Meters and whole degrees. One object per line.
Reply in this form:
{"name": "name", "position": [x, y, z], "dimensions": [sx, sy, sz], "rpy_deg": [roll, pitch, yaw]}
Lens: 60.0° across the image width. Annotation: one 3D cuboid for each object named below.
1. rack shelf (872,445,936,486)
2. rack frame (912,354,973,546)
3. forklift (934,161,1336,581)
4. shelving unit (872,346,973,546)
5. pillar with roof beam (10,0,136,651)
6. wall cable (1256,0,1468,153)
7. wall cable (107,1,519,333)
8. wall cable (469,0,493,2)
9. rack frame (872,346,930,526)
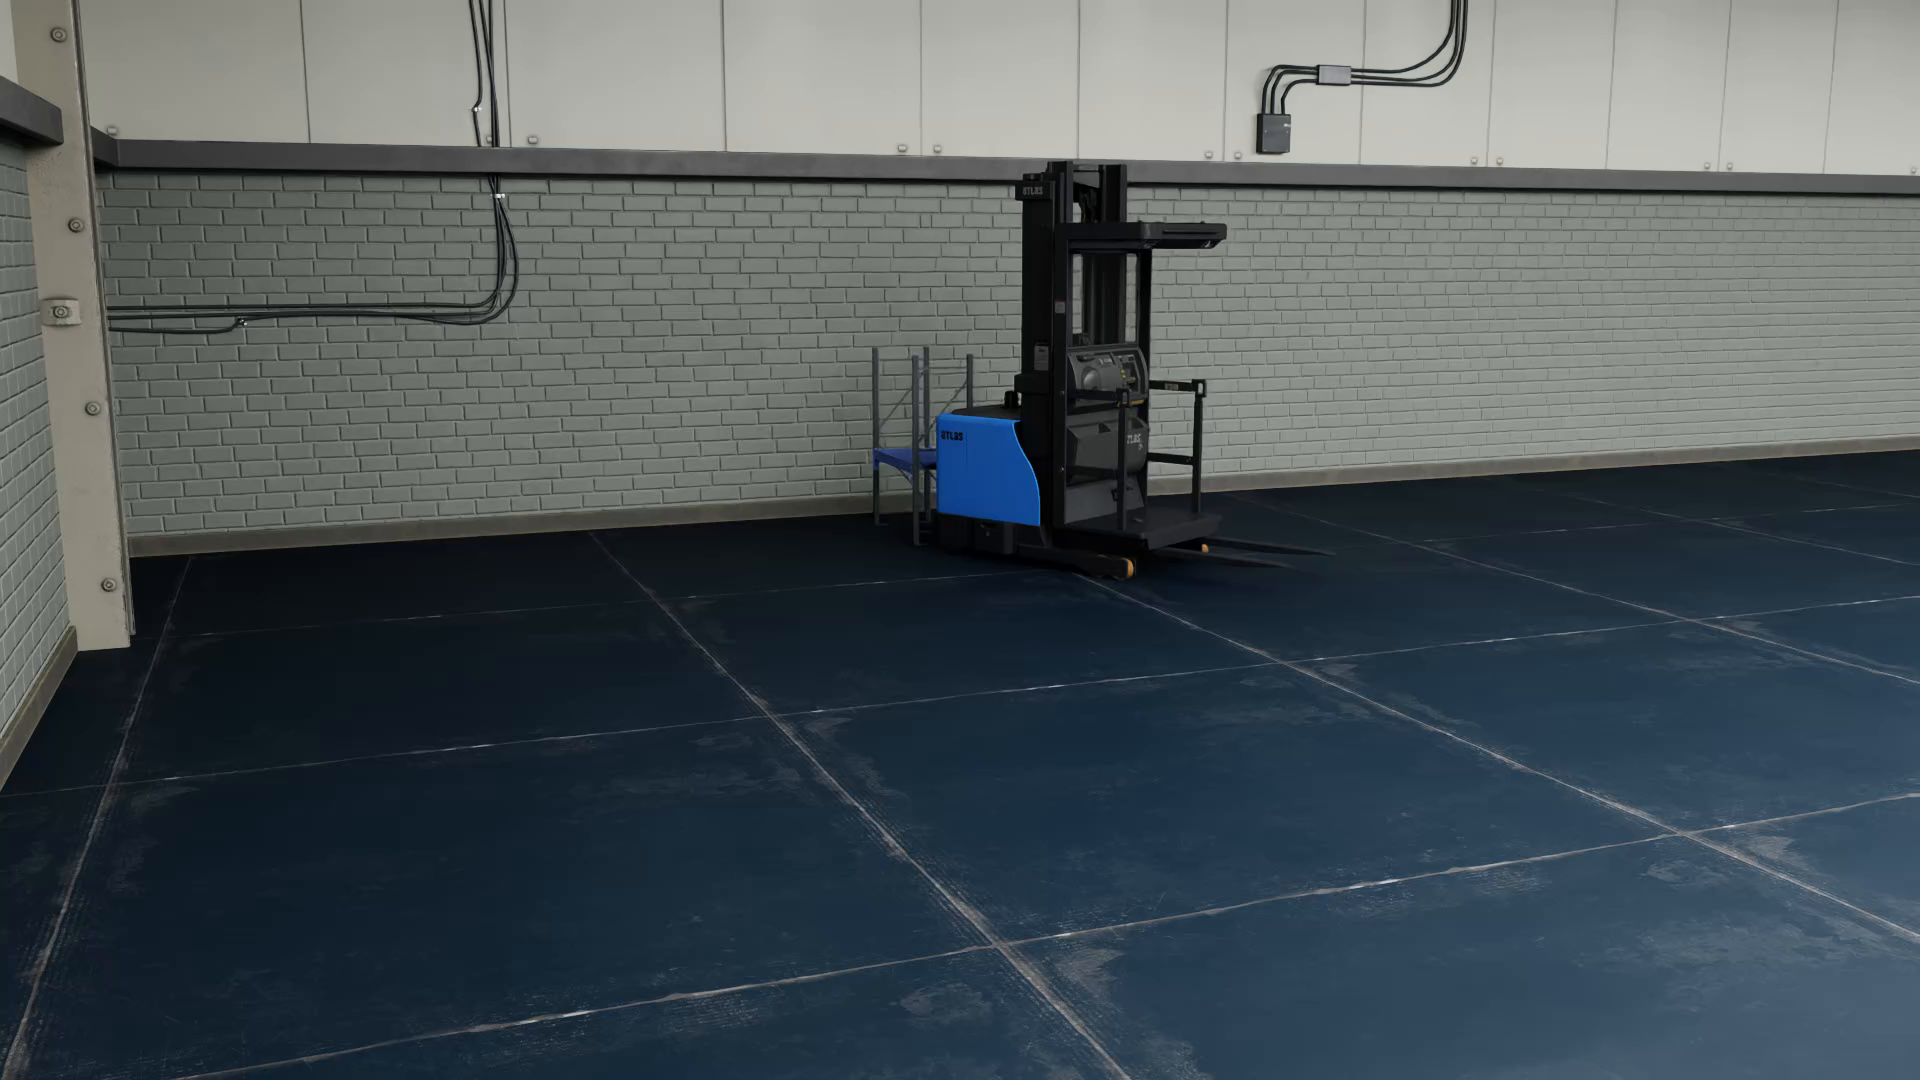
{"name": "rack shelf", "position": [-0.314, -0.618, 13.638], "dimensions": [0.538, 0.185, 1.000], "rpy_deg": [-4, 11, -20]}
{"name": "rack frame", "position": [-0.135, -0.712, 13.138], "dimensions": [0.500, 1.500, 0.032], "rpy_deg": [-4, 11, -20]}
{"name": "forklift", "position": [1.255, -1.256, 12.112], "dimensions": [3.031, 2.935, 1.130], "rpy_deg": [8, 13, 39]}
{"name": "shelving unit", "position": [-0.314, -0.795, 13.606], "dimensions": [0.538, 1.500, 1.048], "rpy_deg": [-4, 11, -20]}
{"name": "pillar with roof beam", "position": [-1.126, -4.092, 10.729], "dimensions": [9.100, 9.000, 0.400], "rpy_deg": [-4, 11, -21]}
{"name": "wall cable", "position": [3.880, -6.658, 15.443], "dimensions": [2.305, 6.003, 0.169], "rpy_deg": [-4, 11, -21]}
{"name": "wall cable", "position": [-4.973, -2.855, 12.641], "dimensions": [3.097, 2.526, 0.112], "rpy_deg": [-4, 11, -21]}
{"name": "wall cable", "position": [-2.452, -5.513, 13.163], "dimensions": [3.097, 2.526, 0.112], "rpy_deg": [-4, 11, -21]}
{"name": "rack frame", "position": [-0.494, -0.878, 14.074], "dimensions": [0.500, 1.500, 0.032], "rpy_deg": [-4, 11, -20]}
